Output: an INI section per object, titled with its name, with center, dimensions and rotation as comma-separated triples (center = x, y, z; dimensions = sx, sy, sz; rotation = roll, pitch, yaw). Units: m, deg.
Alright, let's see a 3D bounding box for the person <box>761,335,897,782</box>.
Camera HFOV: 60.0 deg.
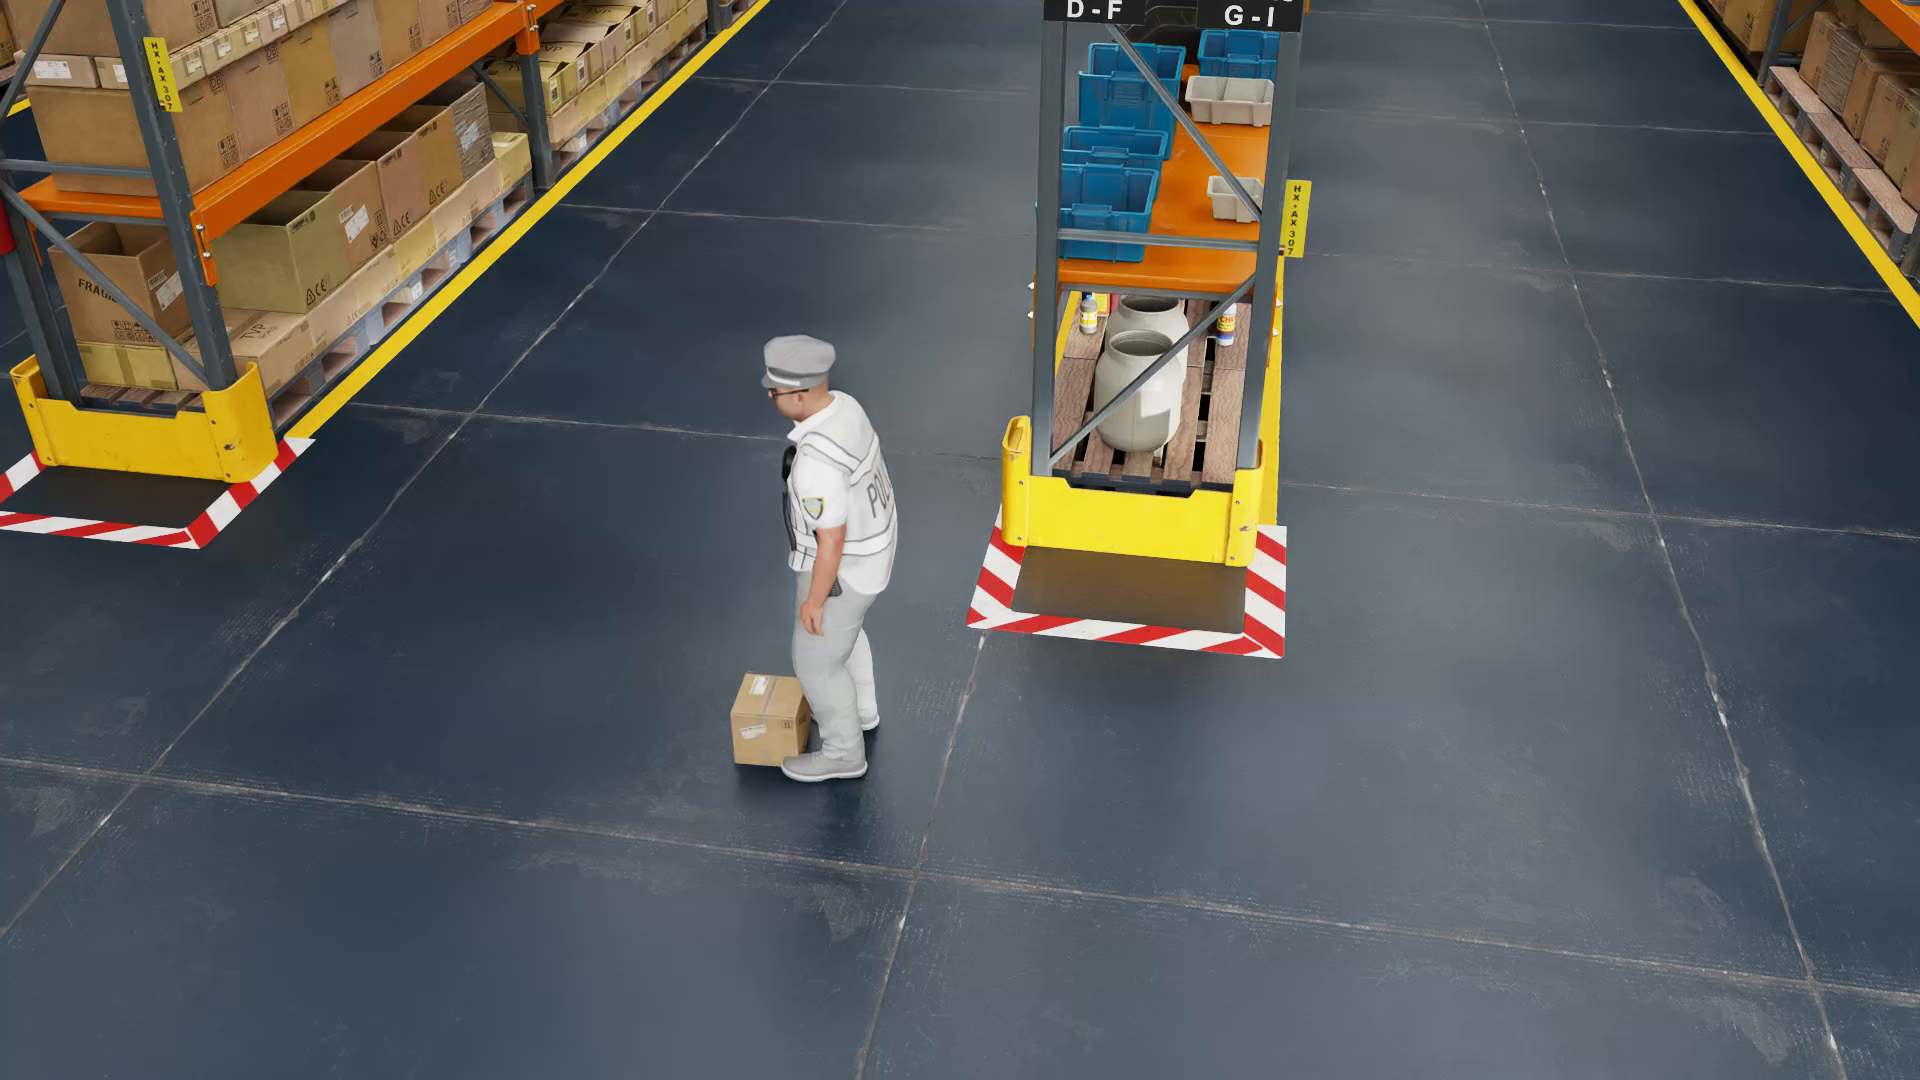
[person]
center = -0.450, 0.083, 5.999
dimensions = 0.437, 1.746, 0.591
rotation = 4, 32, 6
